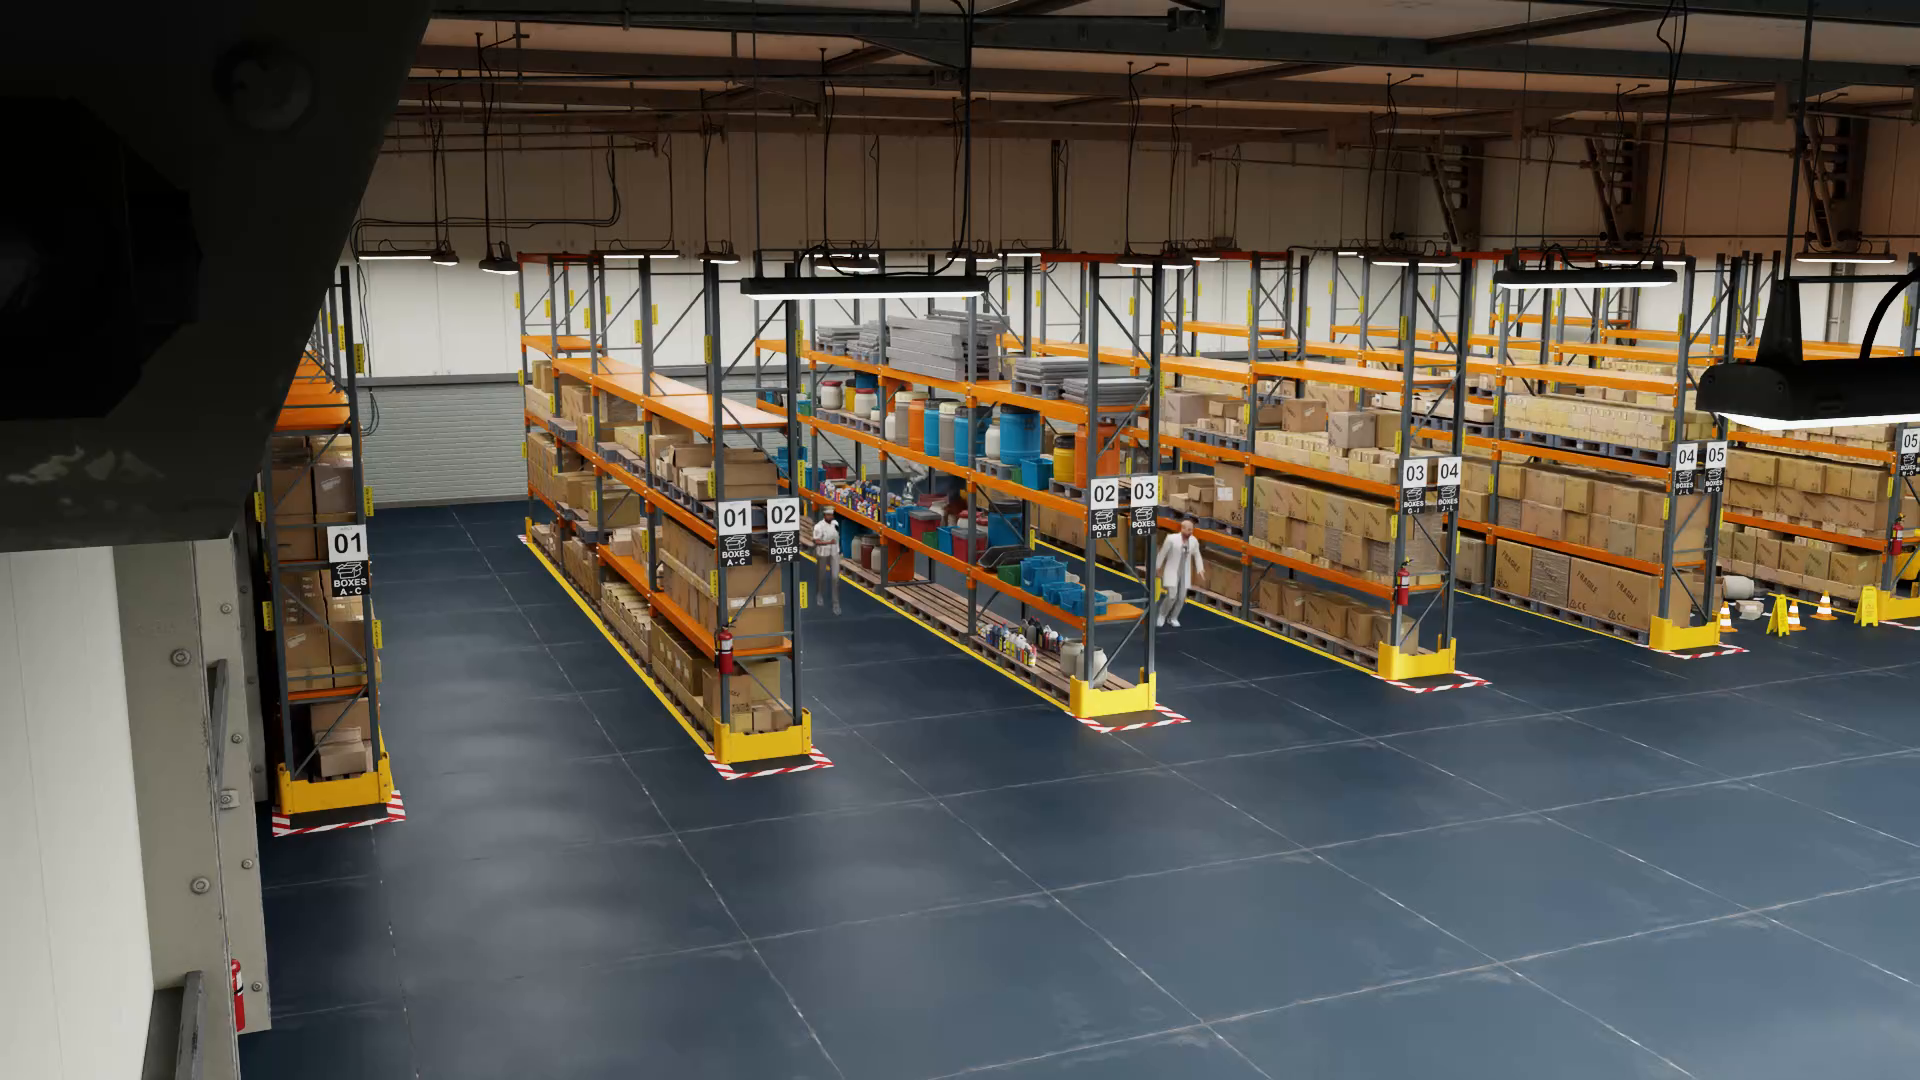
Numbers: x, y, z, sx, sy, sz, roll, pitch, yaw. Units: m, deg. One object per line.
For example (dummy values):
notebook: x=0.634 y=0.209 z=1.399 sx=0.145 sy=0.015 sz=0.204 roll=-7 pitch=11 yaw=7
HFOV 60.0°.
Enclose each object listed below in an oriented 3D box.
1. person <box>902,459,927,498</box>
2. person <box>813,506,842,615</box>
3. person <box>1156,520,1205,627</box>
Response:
person: x=-1.046 y=-1.777 z=40.545 sx=0.735 sy=1.508 sz=0.509 roll=-1 pitch=10 yaw=-3
person: x=-2.160 y=0.289 z=27.121 sx=0.531 sy=1.759 sz=0.815 roll=-4 pitch=11 yaw=-23
person: x=3.404 y=0.522 z=25.840 sx=0.691 sy=1.726 sz=0.674 roll=-4 pitch=11 yaw=-19
